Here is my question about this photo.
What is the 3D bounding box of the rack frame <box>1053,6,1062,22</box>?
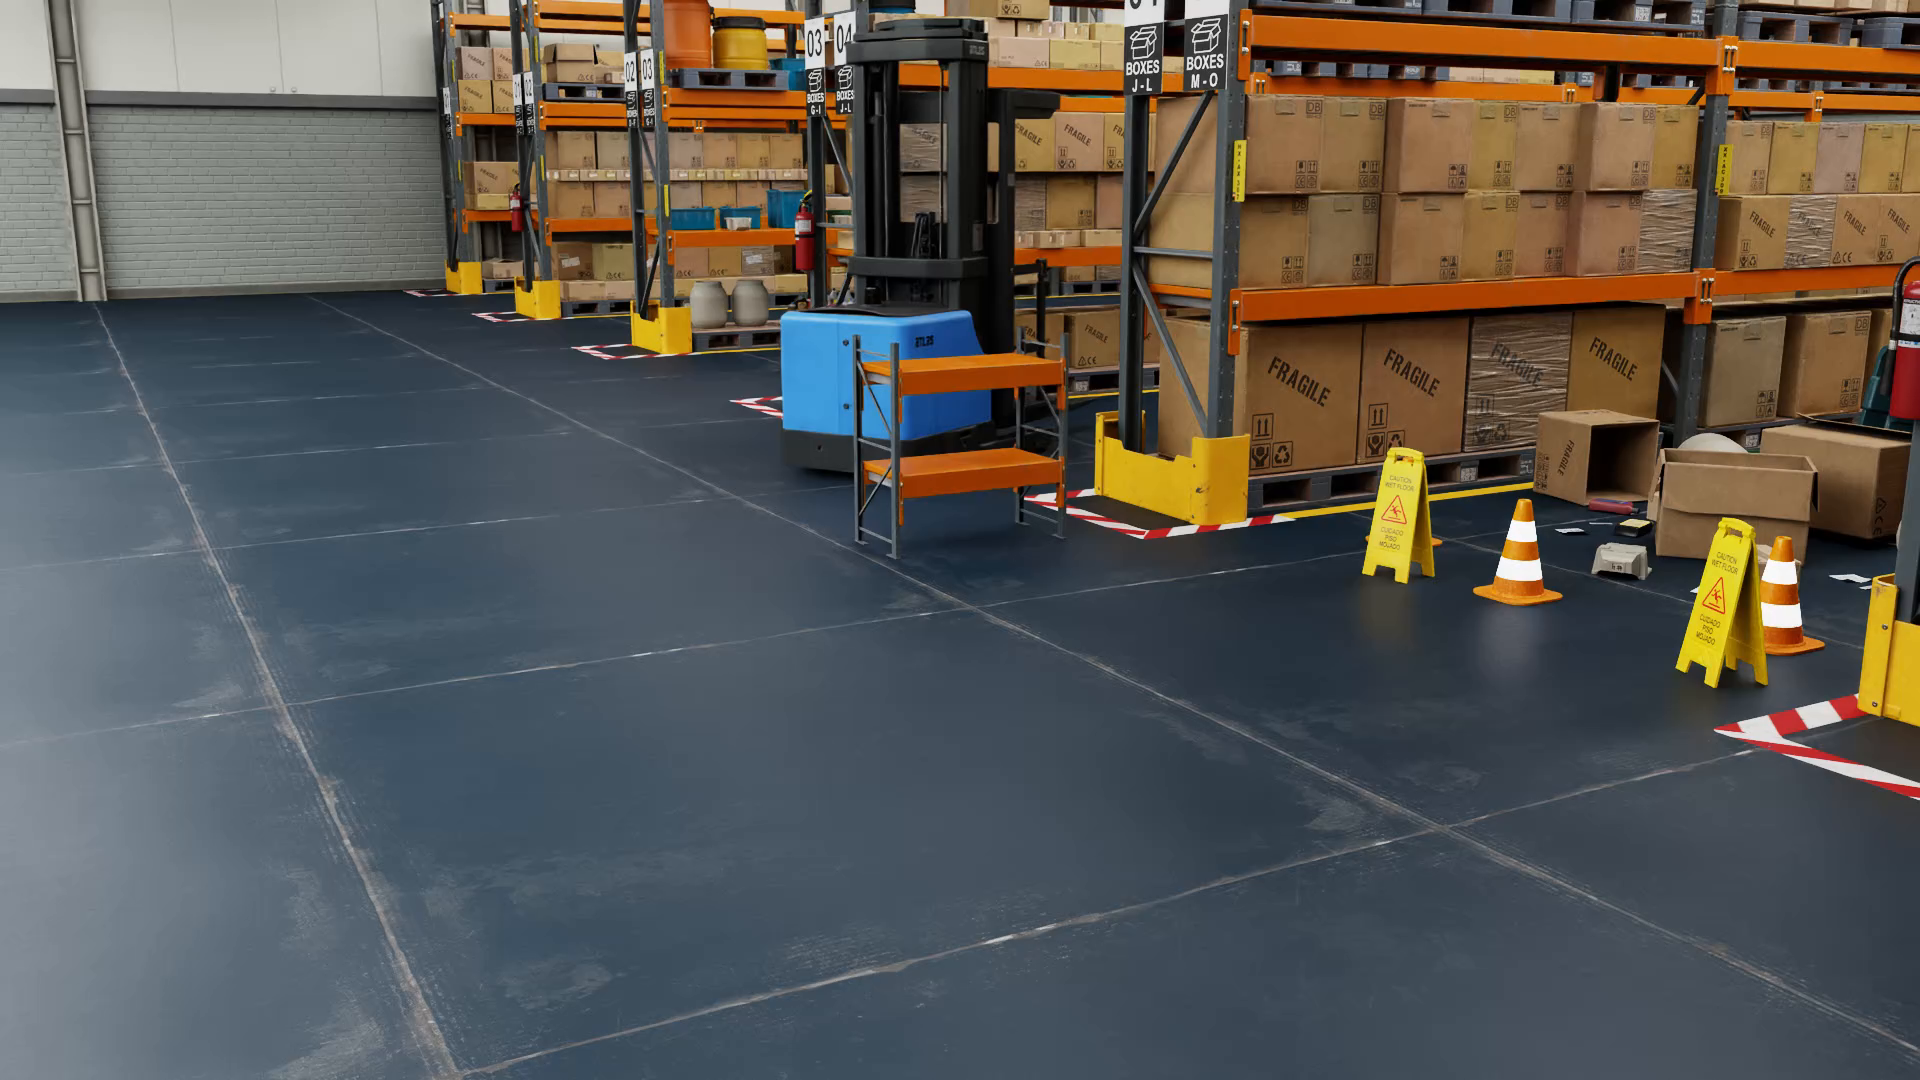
[{"bbox_3d":[1.262,-8.315,25.563,0.127,3.000,1.000,-7,14,-28],"label":"rack frame"}]

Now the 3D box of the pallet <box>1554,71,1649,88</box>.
[{"bbox_3d":[6.545,-4.928,17.775,1.003,0.211,1.213,-6,14,-25],"label":"pallet"}]

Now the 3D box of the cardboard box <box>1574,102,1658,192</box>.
[{"bbox_3d":[4.015,-2.579,10.938,0.550,0.550,0.875,-7,14,-28],"label":"cardboard box"}]

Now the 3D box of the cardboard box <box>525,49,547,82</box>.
[{"bbox_3d":[-6.773,-7.604,26.682,0.500,0.500,0.500,-6,14,-26],"label":"cardboard box"}]

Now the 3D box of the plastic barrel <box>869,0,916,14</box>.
[{"bbox_3d":[-0.803,-5.842,19.304,0.708,0.901,0.600,-7,14,-28],"label":"plastic barrel"}]

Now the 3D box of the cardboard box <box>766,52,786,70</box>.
[{"bbox_3d":[-2.817,-6.751,23.940,0.500,0.500,0.500,-6,14,-23],"label":"cardboard box"}]

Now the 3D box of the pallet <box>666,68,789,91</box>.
[{"bbox_3d":[-2.616,-5.032,18.233,1.213,0.211,1.003,-7,14,-28],"label":"pallet"}]

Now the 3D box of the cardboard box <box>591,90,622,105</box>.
[{"bbox_3d":[-5.868,-7.227,27.285,0.500,0.500,0.500,-7,15,-30],"label":"cardboard box"}]

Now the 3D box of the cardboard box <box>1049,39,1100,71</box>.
[{"bbox_3d":[0.871,-4.191,14.410,0.500,0.250,0.500,-6,14,-26],"label":"cardboard box"}]

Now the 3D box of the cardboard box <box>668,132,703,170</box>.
[{"bbox_3d":[-3.956,-5.443,23.282,0.500,0.500,0.700,-7,14,-28],"label":"cardboard box"}]

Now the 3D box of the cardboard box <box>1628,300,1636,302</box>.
[{"bbox_3d":[6.621,-2.716,18.229,0.875,0.875,1.225,-8,15,-30],"label":"cardboard box"}]

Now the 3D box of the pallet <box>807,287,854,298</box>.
[{"bbox_3d":[-1.620,-3.693,25.036,1.213,0.211,1.003,-7,14,-28],"label":"pallet"}]

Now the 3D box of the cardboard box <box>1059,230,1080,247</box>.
[{"bbox_3d":[0.867,-2.690,14.803,0.250,0.149,0.380,-7,14,-28],"label":"cardboard box"}]

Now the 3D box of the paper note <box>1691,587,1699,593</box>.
[{"bbox_3d":[3.608,0.238,7.984,0.148,0.019,0.142,11,17,40],"label":"paper note"}]

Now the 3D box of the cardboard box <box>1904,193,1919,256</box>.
[{"bbox_3d":[7.150,-2.358,12.525,0.500,0.500,0.500,-7,15,-29],"label":"cardboard box"}]

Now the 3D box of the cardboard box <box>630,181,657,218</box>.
[{"bbox_3d":[-4.446,-4.750,23.155,0.500,0.500,0.700,-7,14,-27],"label":"cardboard box"}]

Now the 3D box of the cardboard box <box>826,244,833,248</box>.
[{"bbox_3d":[-2.652,-5.163,29.909,0.500,0.500,0.700,-7,14,-28],"label":"cardboard box"}]

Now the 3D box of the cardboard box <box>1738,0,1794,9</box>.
[{"bbox_3d":[5.432,-3.759,11.269,0.396,0.266,0.258,-7,15,-29],"label":"cardboard box"}]

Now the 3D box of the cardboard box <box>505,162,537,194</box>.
[{"bbox_3d":[-7.135,-5.846,26.842,0.500,0.500,0.500,-7,14,-28],"label":"cardboard box"}]

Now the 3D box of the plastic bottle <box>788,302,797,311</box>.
[{"bbox_3d":[-1.987,-2.719,19.731,0.097,0.201,0.097,0,13,0],"label":"plastic bottle"}]

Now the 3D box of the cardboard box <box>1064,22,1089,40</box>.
[{"bbox_3d":[0.915,-4.402,14.440,0.250,0.149,0.380,-7,15,-30],"label":"cardboard box"}]

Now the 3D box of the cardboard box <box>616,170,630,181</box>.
[{"bbox_3d":[-4.639,-4.992,22.756,0.250,0.149,0.380,-7,14,-29],"label":"cardboard box"}]

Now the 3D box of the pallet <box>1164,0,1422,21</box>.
[{"bbox_3d":[1.918,-3.171,9.739,1.213,0.211,1.003,-7,14,-28],"label":"pallet"}]

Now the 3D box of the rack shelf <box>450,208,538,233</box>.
[{"bbox_3d":[-6.381,-5.361,27.736,4.000,0.370,1.077,-7,14,-28],"label":"rack shelf"}]

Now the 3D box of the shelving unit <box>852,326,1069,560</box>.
[{"bbox_3d":[0.006,-0.549,8.989,1.048,1.125,0.538,-7,14,-28],"label":"shelving unit"}]

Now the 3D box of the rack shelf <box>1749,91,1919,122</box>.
[{"bbox_3d":[11.272,-5.223,20.291,4.000,0.370,1.077,-7,14,-28],"label":"rack shelf"}]

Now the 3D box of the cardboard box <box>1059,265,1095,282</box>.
[{"bbox_3d":[1.799,-4.377,26.416,0.500,0.500,0.500,-6,14,-25],"label":"cardboard box"}]

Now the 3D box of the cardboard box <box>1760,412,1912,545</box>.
[{"bbox_3d":[4.878,-0.349,9.204,0.503,0.637,0.797,-7,14,-28],"label":"cardboard box"}]

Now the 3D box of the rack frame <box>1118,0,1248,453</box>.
[{"bbox_3d":[1.272,-1.671,9.703,0.127,3.000,1.000,-7,14,-28],"label":"rack frame"}]

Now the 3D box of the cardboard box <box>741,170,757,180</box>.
[{"bbox_3d":[-3.061,-5.182,23.597,0.250,0.149,0.380,-7,14,-28],"label":"cardboard box"}]

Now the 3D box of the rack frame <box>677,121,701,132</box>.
[{"bbox_3d":[-4.625,-5.922,28.592,0.127,3.000,1.000,-7,14,-28],"label":"rack frame"}]

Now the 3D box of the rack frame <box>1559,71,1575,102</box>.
[{"bbox_3d":[6.006,-3.479,17.737,0.127,3.000,1.000,-7,14,-28],"label":"rack frame"}]

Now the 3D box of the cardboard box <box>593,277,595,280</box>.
[{"bbox_3d":[-4.997,-3.579,23.485,0.500,0.250,0.500,-7,14,-28],"label":"cardboard box"}]

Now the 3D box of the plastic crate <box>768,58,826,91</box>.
[{"bbox_3d":[-1.860,-5.306,19.060,0.575,0.384,0.392,-7,14,-28],"label":"plastic crate"}]

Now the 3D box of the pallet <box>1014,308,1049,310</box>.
[{"bbox_3d":[0.792,-2.743,20.815,1.213,0.211,1.003,-7,14,-28],"label":"pallet"}]

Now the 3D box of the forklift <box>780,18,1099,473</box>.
[{"bbox_3d":[0.014,-2.085,11.700,1.130,2.935,3.031,8,15,31],"label":"forklift"}]

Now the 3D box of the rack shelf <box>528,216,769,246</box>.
[{"bbox_3d":[-4.004,-4.406,23.496,4.000,0.370,1.077,-7,14,-28],"label":"rack shelf"}]

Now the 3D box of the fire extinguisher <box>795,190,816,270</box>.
[{"bbox_3d":[-1.337,-2.677,14.347,0.183,0.674,0.296,-7,14,-28],"label":"fire extinguisher"}]

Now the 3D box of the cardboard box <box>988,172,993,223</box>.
[{"bbox_3d":[-0.139,-2.960,14.524,0.500,0.500,0.875,-7,14,-28],"label":"cardboard box"}]

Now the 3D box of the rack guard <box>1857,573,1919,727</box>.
[{"bbox_3d":[3.799,0.484,5.821,0.348,0.500,1.175,-7,14,-28],"label":"rack guard"}]

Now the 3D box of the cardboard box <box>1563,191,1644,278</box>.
[{"bbox_3d":[3.993,-2.062,11.097,0.550,0.550,0.875,-7,14,-28],"label":"cardboard box"}]

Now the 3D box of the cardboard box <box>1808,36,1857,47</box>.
[{"bbox_3d":[10.175,-5.760,19.627,0.500,0.500,0.700,-8,15,-31],"label":"cardboard box"}]

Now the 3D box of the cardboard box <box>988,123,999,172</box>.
[{"bbox_3d":[0.039,-3.376,14.095,0.500,0.500,0.500,-7,14,-28],"label":"cardboard box"}]

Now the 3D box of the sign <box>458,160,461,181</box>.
[{"bbox_3d":[-7.876,-5.819,26.163,0.005,0.325,0.100,-7,14,-28],"label":"sign"}]

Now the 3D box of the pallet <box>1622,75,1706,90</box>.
[{"bbox_3d":[7.526,-5.047,18.300,1.213,0.211,1.003,-6,14,-25],"label":"pallet"}]

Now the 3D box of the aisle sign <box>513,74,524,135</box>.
[{"bbox_3d":[-5.958,-5.865,22.417,0.004,0.787,0.394,-7,14,-28],"label":"aisle sign"}]

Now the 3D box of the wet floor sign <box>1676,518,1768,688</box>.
[{"bbox_3d":[3.053,0.235,6.597,0.232,0.644,0.267,-2,13,-8],"label":"wet floor sign"}]

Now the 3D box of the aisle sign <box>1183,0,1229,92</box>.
[{"bbox_3d":[1.353,-2.874,9.127,0.004,0.787,0.394,-7,14,-28],"label":"aisle sign"}]

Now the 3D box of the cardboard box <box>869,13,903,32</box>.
[{"bbox_3d":[-0.664,-4.207,13.571,0.250,0.149,0.380,-7,14,-28],"label":"cardboard box"}]

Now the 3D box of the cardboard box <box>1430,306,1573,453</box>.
[{"bbox_3d":[3.408,-1.112,11.101,0.875,0.875,0.875,-7,14,-27],"label":"cardboard box"}]

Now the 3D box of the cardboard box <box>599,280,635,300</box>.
[{"bbox_3d":[-4.745,-3.477,23.035,0.500,0.250,0.500,-7,14,-28],"label":"cardboard box"}]

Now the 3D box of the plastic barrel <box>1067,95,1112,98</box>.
[{"bbox_3d":[1.612,-5.954,20.759,0.708,0.901,0.600,-7,14,-28],"label":"plastic barrel"}]

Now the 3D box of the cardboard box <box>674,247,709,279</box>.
[{"bbox_3d":[-3.864,-3.947,23.414,0.500,0.500,0.500,-7,14,-28],"label":"cardboard box"}]

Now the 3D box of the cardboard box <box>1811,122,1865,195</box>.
[{"bbox_3d":[6.110,-2.789,12.167,0.500,0.500,0.700,-7,14,-27],"label":"cardboard box"}]
